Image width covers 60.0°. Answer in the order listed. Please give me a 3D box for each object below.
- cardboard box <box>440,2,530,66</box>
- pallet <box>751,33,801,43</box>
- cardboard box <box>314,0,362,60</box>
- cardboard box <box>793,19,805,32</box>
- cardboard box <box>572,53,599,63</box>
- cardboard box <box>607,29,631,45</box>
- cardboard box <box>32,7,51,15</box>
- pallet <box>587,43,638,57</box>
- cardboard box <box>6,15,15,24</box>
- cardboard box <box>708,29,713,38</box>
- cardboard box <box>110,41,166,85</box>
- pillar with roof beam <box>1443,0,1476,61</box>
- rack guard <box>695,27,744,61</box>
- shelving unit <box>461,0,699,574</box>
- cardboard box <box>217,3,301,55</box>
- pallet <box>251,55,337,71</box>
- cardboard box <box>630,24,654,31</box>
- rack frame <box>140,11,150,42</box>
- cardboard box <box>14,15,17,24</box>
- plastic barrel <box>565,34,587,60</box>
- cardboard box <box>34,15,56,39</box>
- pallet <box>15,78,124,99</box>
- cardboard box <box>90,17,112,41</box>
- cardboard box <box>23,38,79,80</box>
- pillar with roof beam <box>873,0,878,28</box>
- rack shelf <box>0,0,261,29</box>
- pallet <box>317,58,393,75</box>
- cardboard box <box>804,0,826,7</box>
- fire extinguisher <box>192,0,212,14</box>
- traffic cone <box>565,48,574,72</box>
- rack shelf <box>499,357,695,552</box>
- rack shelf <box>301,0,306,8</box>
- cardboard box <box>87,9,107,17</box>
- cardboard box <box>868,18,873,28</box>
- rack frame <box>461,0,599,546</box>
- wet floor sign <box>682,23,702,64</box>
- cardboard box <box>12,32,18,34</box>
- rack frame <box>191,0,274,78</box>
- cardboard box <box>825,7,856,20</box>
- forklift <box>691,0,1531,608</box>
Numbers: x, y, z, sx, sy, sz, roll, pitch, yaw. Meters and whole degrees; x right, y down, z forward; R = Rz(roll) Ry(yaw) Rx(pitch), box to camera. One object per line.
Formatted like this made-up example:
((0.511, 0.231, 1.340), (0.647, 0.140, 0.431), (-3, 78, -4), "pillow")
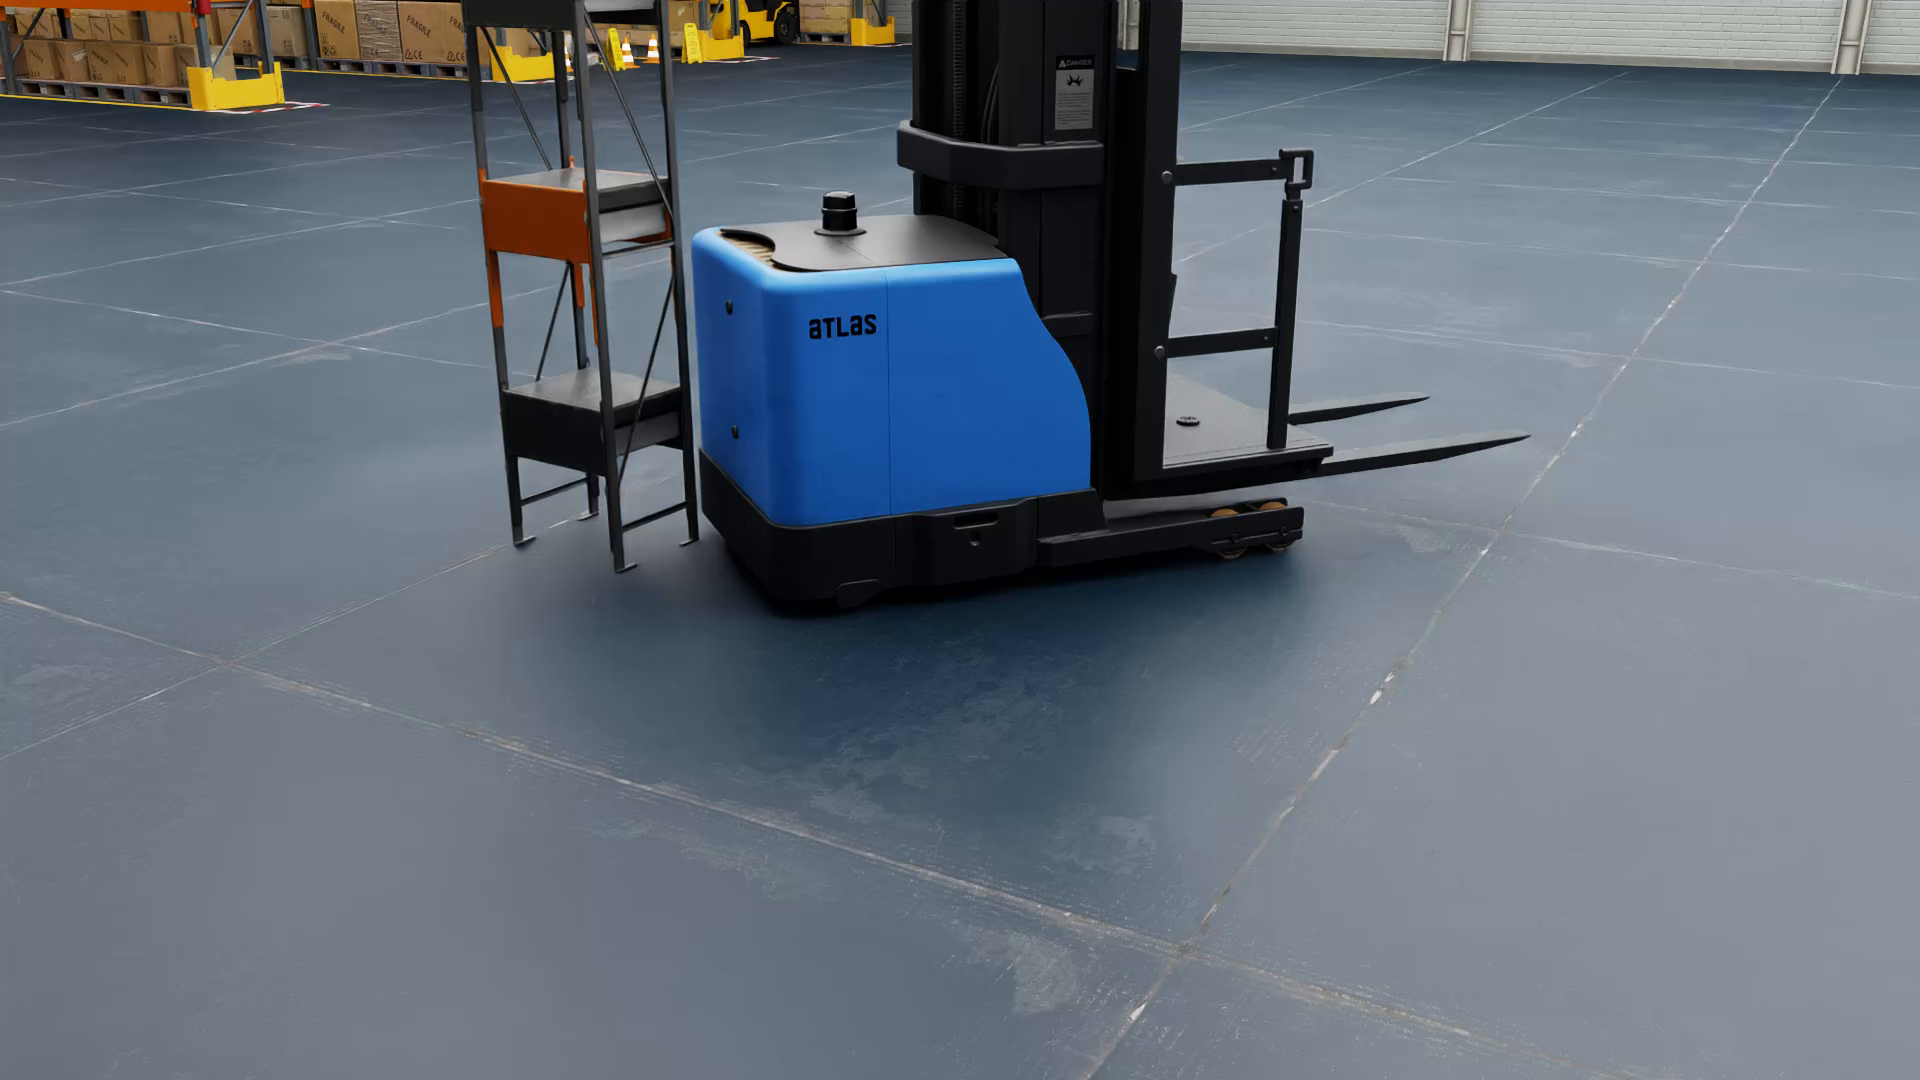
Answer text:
((-7.119, -7.615, 24.958), (0.875, 0.875, 0.875), (11, 23, 28), "cardboard box")
((-3.501, -10.299, 33.947), (1.213, 0.211, 1.003), (11, 23, 27), "pallet")
((-9.472, -8.061, 26.189), (0.875, 0.875, 0.875), (11, 23, 28), "cardboard box")
((-3.178, -10.352, 33.421), (0.500, 0.250, 0.500), (11, 23, 28), "cardboard box")
((-6.298, -8.090, 27.948), (0.380, 0.149, 0.250), (-11, 23, -29), "cardboard box")
((-5.914, -8.946, 29.546), (0.500, 0.250, 0.500), (10, 22, 25), "cardboard box")
((-15.989, -9.404, 29.341), (0.500, 0.250, 0.500), (11, 23, 29), "cardboard box")
((-5.988, -8.864, 29.992), (1.213, 0.211, 1.003), (11, 23, 27), "pallet")
((-17.409, -9.437, 30.175), (0.250, 0.149, 0.380), (12, 23, 29), "cardboard box")
((-4.738, -8.935, 29.514), (0.500, 0.250, 0.500), (11, 22, 27), "cardboard box")
((-10.615, -6.193, 21.590), (0.500, 0.500, 0.500), (13, 24, 32), "cardboard box")
((6.457, -11.219, 23.596), (0.400, 9.000, 9.100), (11, 23, 27), "pillar with roof beam")
((-4.235, -8.651, 28.981), (0.348, 0.500, 1.175), (11, 23, 27), "rack guard")
((-1.240, -0.977, 5.478), (0.503, 2.100, 0.431), (13, 24, 31), "shelving unit")
((-11.413, -8.366, 27.213), (0.750, 0.750, 1.050), (11, 23, 27), "cardboard box")
((-10.697, -7.783, 27.012), (1.213, 0.211, 1.003), (11, 23, 27), "pallet")
((-5.453, -9.212, 29.179), (0.500, 0.500, 0.500), (12, 23, 29), "cardboard box")
((-13.479, -9.653, 28.078), (0.127, 3.000, 1.000), (11, 23, 27), "rack frame")
((-17.171, -9.574, 30.553), (0.250, 0.149, 0.380), (12, 23, 29), "cardboard box")
((-6.711, -8.495, 28.663), (0.512, 0.421, 0.421), (-7, 21, -20), "plastic barrel")
((-15.993, -9.052, 29.469), (0.500, 0.500, 0.500), (12, 23, 30), "cardboard box")
((-11.891, -6.116, 22.417), (1.213, 0.211, 1.003), (11, 23, 27), "pallet")
((-14.633, -8.795, 28.761), (0.500, 0.500, 0.500), (12, 23, 29), "cardboard box")
((-12.164, -6.472, 22.359), (0.500, 0.500, 0.500), (10, 22, 26), "cardboard box")
((-4.019, -13.214, 29.098), (0.400, 9.000, 9.100), (11, 23, 27), "pillar with roof beam")
((-10.748, -6.858, 21.426), (4.000, 0.370, 1.077), (11, 23, 27), "rack shelf")
((-9.361, -7.527, 26.307), (1.213, 0.211, 1.003), (11, 23, 27), "pallet")
((-2.754, -10.733, 33.006), (0.500, 0.250, 0.500), (11, 23, 28), "cardboard box")
((-9.127, -6.671, 19.969), (0.183, 0.674, 0.296), (11, 23, 27), "fire extinguisher")
((-6.266, -7.641, 26.252), (0.334, 0.463, 0.336), (11, 23, 27), "traffic cone")
((-1.240, -0.306, 5.721), (0.480, 0.518, 0.431), (13, 24, 31), "rack shelf")
((-11.733, -8.983, 27.284), (4.000, 0.370, 1.077), (11, 23, 27), "rack shelf")
((-14.650, -9.145, 28.626), (0.500, 0.250, 0.500), (11, 23, 28), "cardboard box")
((-2.085, -10.336, 33.378), (0.500, 0.250, 0.500), (11, 23, 28), "cardboard box")
((-1.443, -1.023, 5.605), (0.015, 2.100, 0.400), (13, 24, 31), "rack frame")
((-4.525, -8.356, 27.956), (0.267, 0.644, 0.232), (-16, 26, -38), "wet floor sign")
((-17.365, -9.376, 30.879), (0.250, 0.149, 0.380), (12, 23, 29), "cardboard box")
((-9.002, -6.863, 20.386), (0.127, 3.000, 1.000), (11, 23, 27), "rack frame")
((-2.329, -10.419, 32.873), (0.500, 0.250, 0.500), (10, 22, 27), "cardboard box")
((0.643, -1.473, 5.627), (3.031, 2.935, 1.130), (-8, 21, -21), "forklift")
